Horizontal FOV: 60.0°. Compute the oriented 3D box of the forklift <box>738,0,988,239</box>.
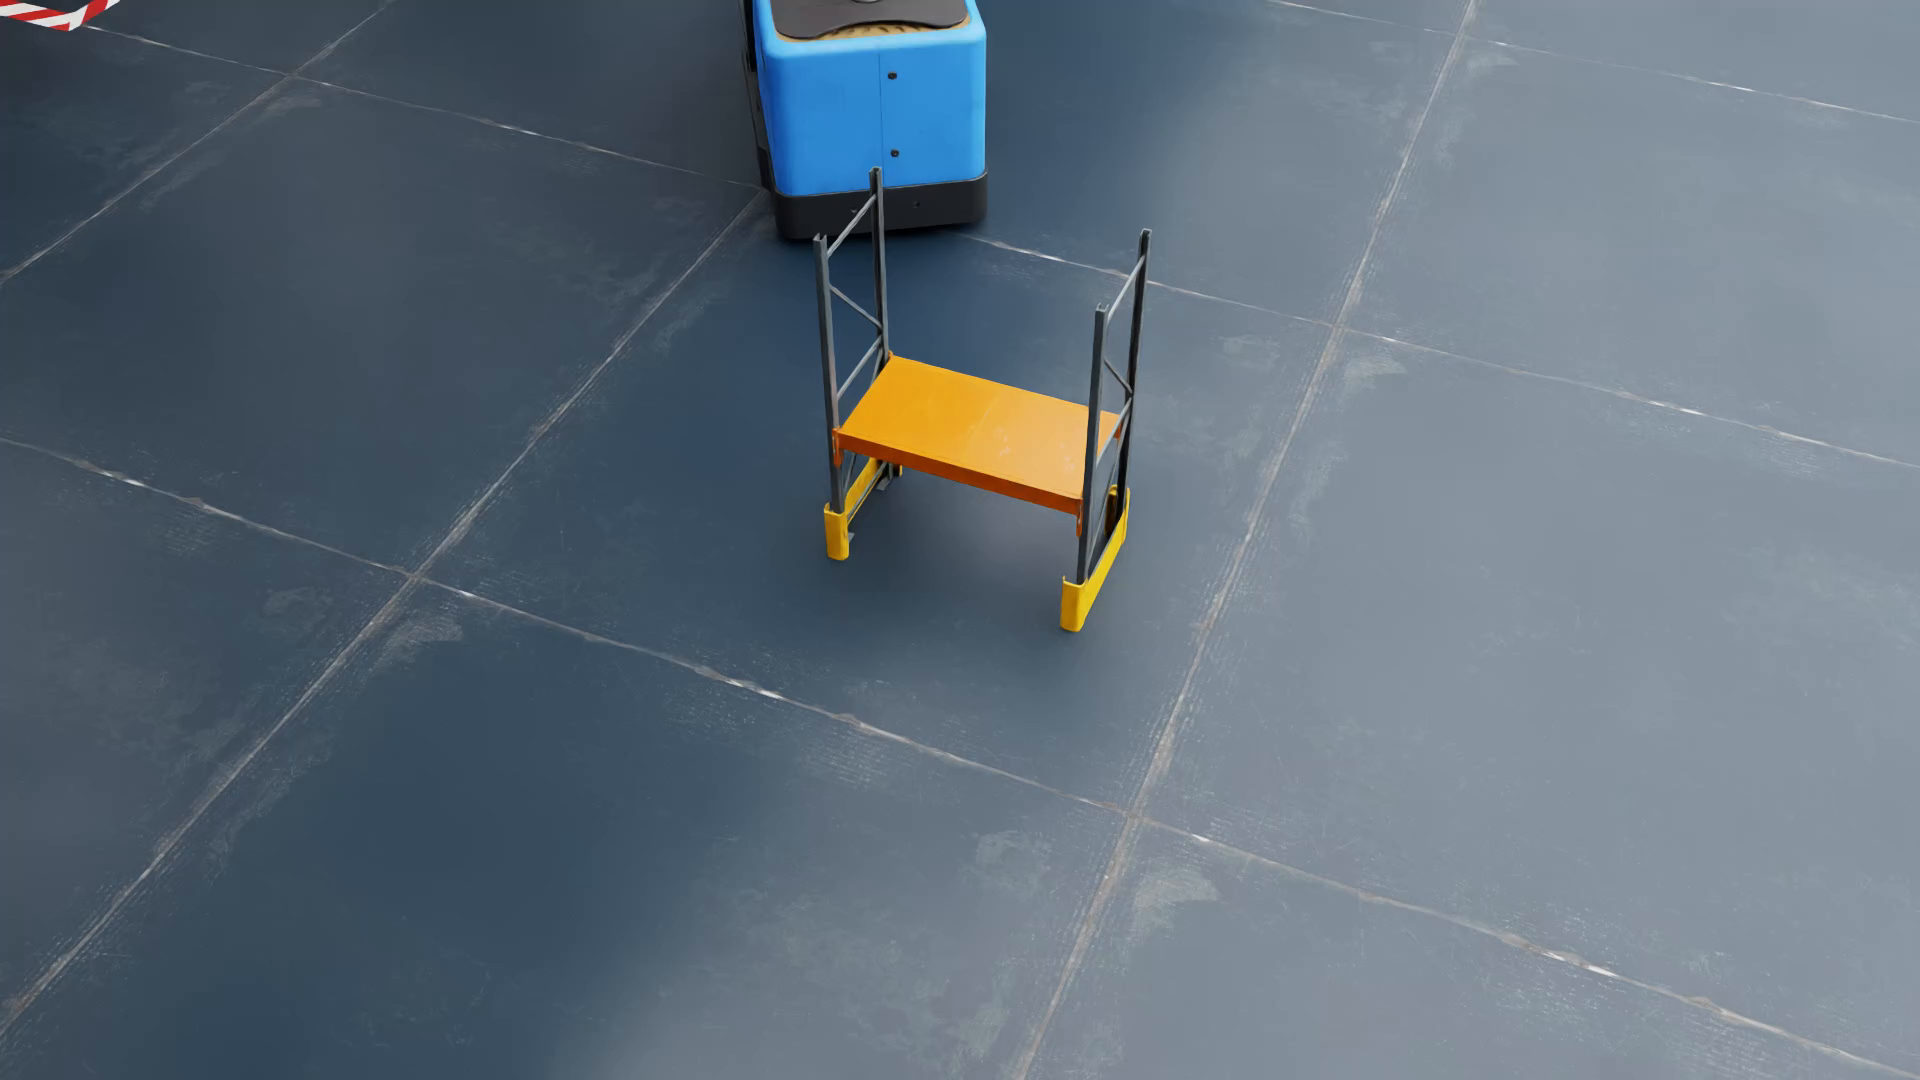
[{"bbox_3d":[-0.624,-3.562,8.251,1.130,2.935,3.031,-7,45,-7],"label":"forklift"}]

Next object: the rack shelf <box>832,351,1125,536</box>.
[{"bbox_3d":[0.079,-0.381,6.325,1.000,0.185,0.538,16,47,16],"label":"rack shelf"}]

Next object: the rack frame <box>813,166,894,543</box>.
[{"bbox_3d":[-0.390,-0.647,6.336,0.032,1.500,0.500,16,47,16],"label":"rack frame"}]

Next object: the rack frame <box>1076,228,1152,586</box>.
[{"bbox_3d":[0.548,-0.370,6.059,0.032,1.500,0.500,16,47,16],"label":"rack frame"}]

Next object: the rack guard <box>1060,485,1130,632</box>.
[{"bbox_3d":[0.530,0.067,6.505,0.087,0.250,0.587,16,47,16],"label":"rack guard"}]

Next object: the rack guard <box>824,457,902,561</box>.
[{"bbox_3d":[-0.389,-0.203,6.777,0.087,0.250,0.587,16,47,16],"label":"rack guard"}]

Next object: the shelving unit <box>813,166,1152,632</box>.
[{"bbox_3d":[0.070,-0.511,6.200,1.083,1.500,0.587,16,47,16],"label":"shelving unit"}]
